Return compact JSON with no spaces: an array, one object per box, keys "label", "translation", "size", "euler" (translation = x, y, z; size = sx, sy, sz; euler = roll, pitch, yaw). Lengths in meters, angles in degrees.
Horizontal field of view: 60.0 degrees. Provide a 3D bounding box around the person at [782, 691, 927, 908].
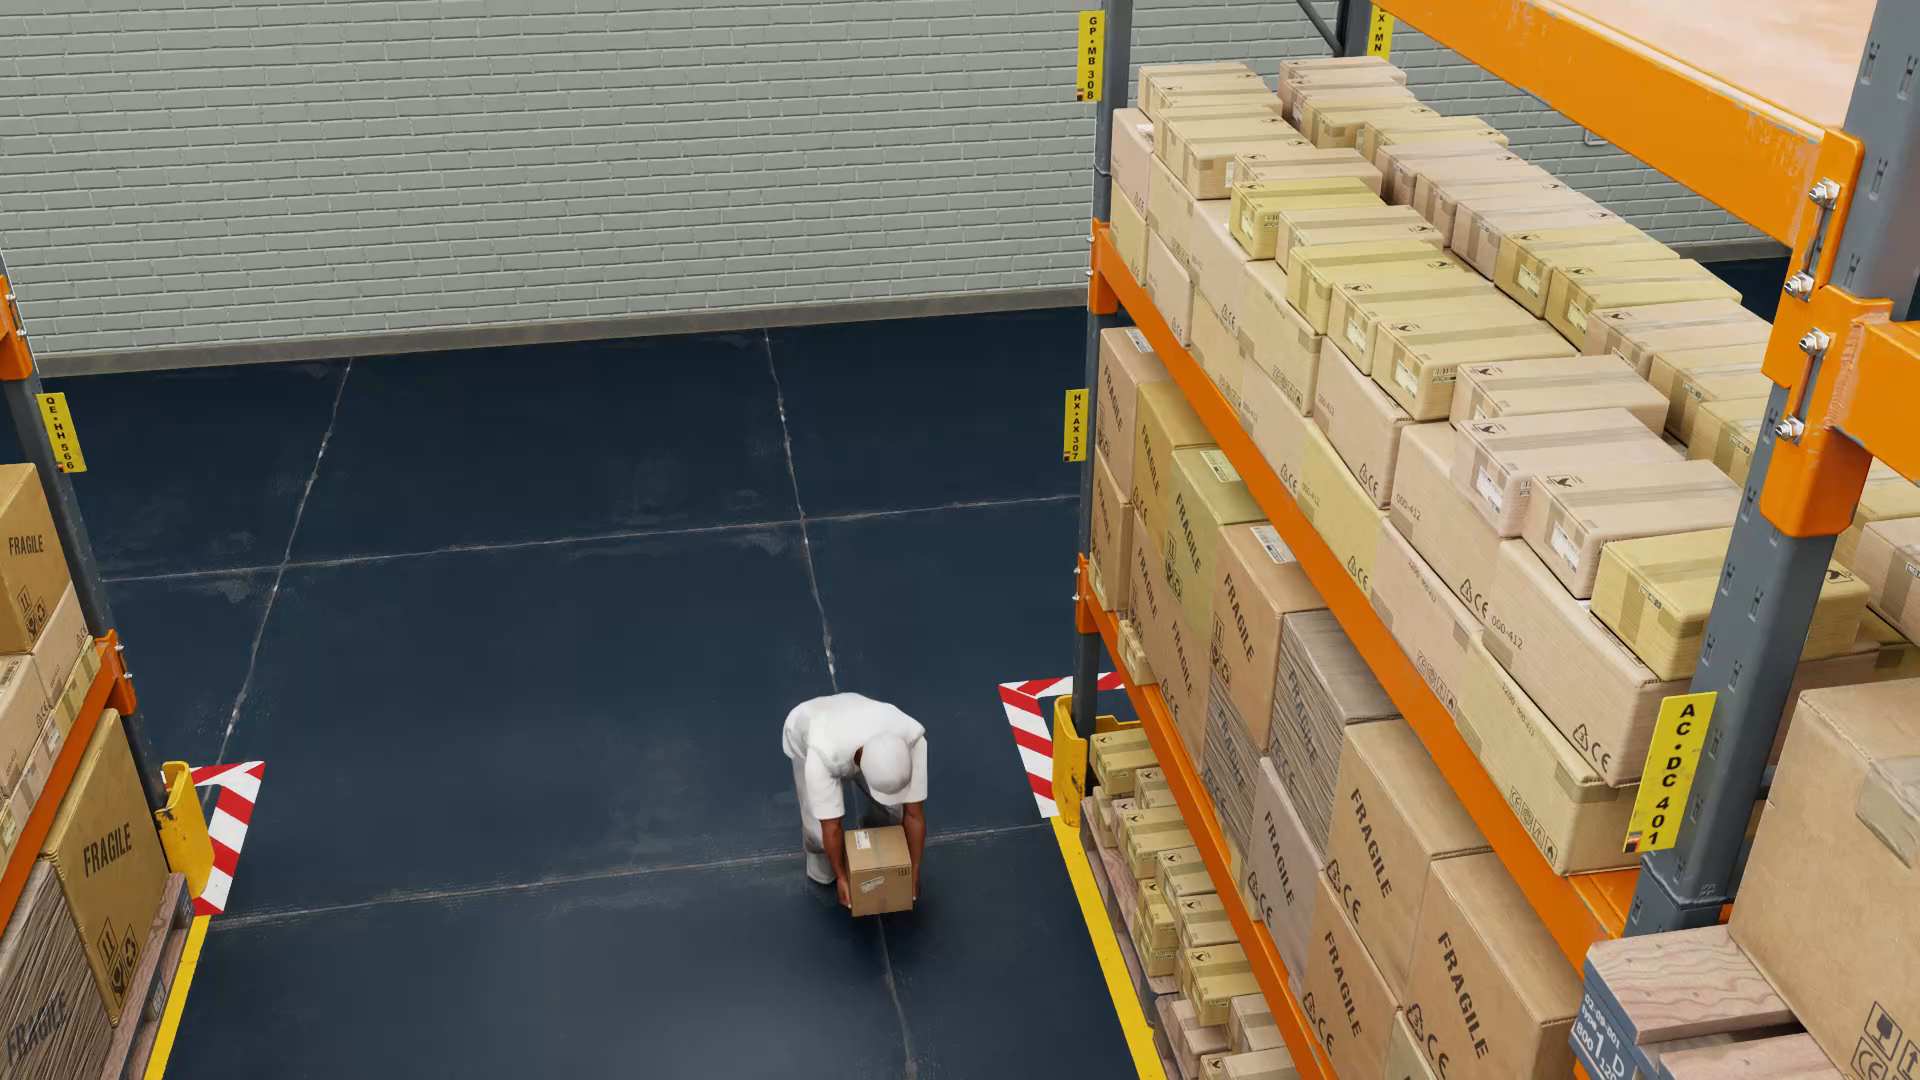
[{"label":"person","translation":[-0.424,1.058,7.070],"size":[0.532,1.010,0.924],"euler":[-11,32,-18]}]
